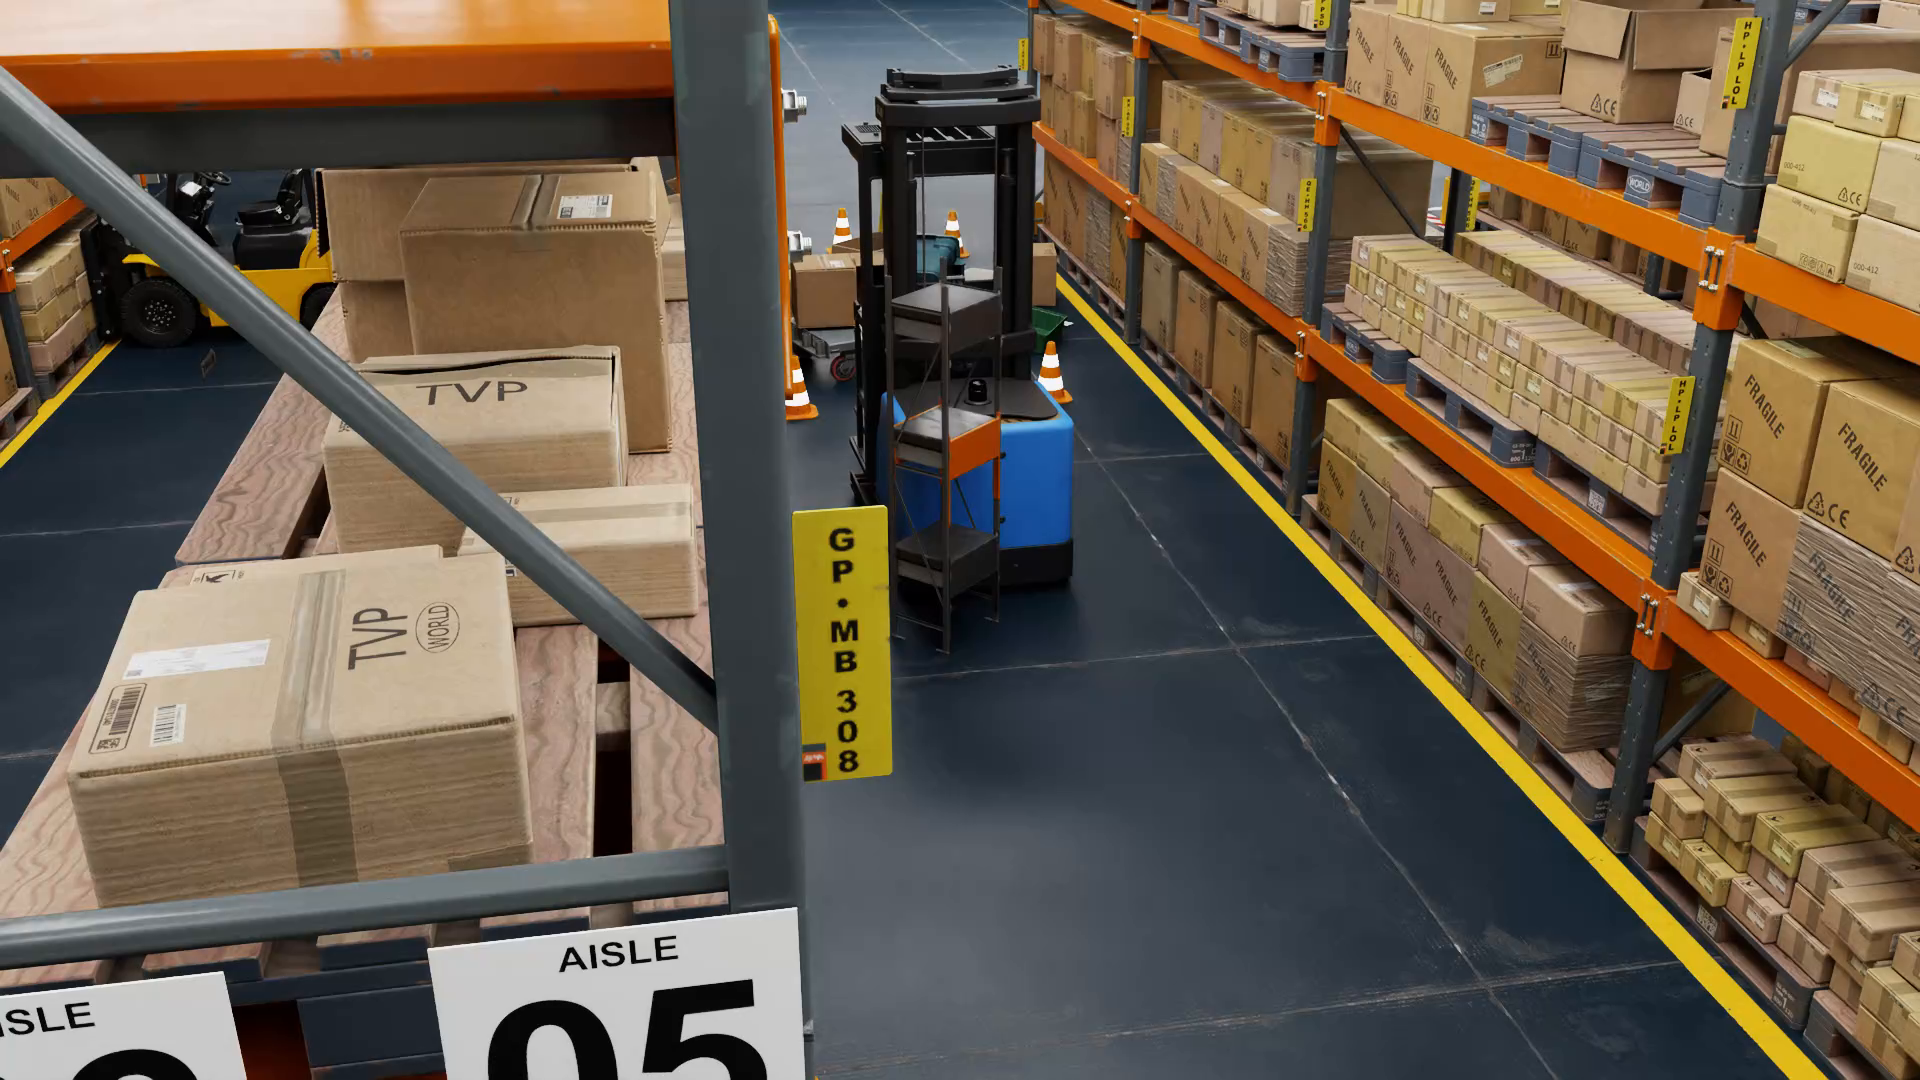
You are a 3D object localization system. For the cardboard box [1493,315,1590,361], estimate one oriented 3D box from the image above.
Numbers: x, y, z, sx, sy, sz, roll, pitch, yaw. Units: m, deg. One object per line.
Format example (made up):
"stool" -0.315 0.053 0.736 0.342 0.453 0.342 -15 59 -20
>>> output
"cardboard box" 2.928 -1.018 8.380 0.380 0.149 0.250 -5 24 -12

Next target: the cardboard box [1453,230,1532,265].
"cardboard box" 3.236 -1.777 10.116 0.380 0.149 0.250 -5 24 -12

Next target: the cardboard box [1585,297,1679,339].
"cardboard box" 3.520 -1.166 8.717 0.380 0.149 0.250 -4 24 -8

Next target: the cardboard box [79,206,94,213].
"cardboard box" -8.016 -2.990 15.509 0.500 0.250 0.500 -4 24 -9

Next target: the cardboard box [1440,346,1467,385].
"cardboard box" 2.826 -0.951 8.968 0.380 0.149 0.250 -4 24 -9

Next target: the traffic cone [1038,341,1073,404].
"traffic cone" 0.719 -1.357 13.279 0.336 0.463 0.334 -4 24 -10

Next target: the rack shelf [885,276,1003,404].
"rack shelf" -0.084 -1.076 8.876 0.431 0.518 0.480 16 28 32

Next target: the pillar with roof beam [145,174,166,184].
"pillar with roof beam" -6.144 -9.045 20.216 9.100 9.000 0.400 -4 24 -10

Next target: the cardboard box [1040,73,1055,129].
"cardboard box" 1.329 -4.658 17.481 0.875 0.550 0.550 -4 24 -10

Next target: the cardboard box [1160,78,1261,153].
"cardboard box" 2.053 -3.468 13.569 0.700 0.500 0.500 -5 24 -11

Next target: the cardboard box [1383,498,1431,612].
"cardboard box" 2.771 0.064 9.455 0.500 0.500 0.500 -5 24 -11

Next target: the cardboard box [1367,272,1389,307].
"cardboard box" 2.639 -1.488 9.826 0.380 0.149 0.250 -3 24 -7

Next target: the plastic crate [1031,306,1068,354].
"plastic crate" 0.635 -1.868 14.721 0.450 0.188 0.662 17 27 13

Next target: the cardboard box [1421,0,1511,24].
"cardboard box" 2.680 -2.877 8.761 0.396 0.266 0.258 -4 24 -10

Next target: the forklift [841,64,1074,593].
"forklift" -0.135 -1.589 10.727 1.130 2.935 3.031 -5 24 -11

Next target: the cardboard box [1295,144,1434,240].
"cardboard box" 2.622 -2.267 10.819 0.700 0.500 0.500 -4 24 -10

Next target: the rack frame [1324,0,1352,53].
"rack frame" 2.695 -4.335 9.432 1.000 3.000 0.127 -4 24 -10

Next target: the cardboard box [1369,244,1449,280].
"cardboard box" 2.642 -1.634 9.789 0.380 0.149 0.250 -5 24 -11

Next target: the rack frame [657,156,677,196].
"rack frame" -1.412 -2.355 4.900 1.000 3.000 0.127 -4 24 -10

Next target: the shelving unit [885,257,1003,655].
"shelving unit" -0.084 -0.447 9.151 0.431 2.100 0.503 16 28 32

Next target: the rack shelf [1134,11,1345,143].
"rack shelf" 2.325 -3.417 11.978 1.077 0.370 4.000 -4 24 -10

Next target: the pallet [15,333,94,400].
"pallet" -7.874 -1.422 13.742 1.003 0.211 1.213 -4 24 -10

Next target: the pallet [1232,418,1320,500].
"pallet" 2.623 -0.623 11.914 1.003 0.211 1.213 -4 24 -10

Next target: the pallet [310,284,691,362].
"pallet" -1.271 -0.618 4.779 1.003 0.211 1.213 -4 24 -10

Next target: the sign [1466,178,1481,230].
"sign" 3.226 -2.124 10.517 0.100 0.325 0.005 -4 24 -10

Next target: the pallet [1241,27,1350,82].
"pallet" 2.524 -3.123 10.641 1.213 0.211 1.003 -3 24 -7

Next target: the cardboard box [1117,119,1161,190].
"cardboard box" 1.875 -3.372 14.535 0.875 0.550 0.550 -4 24 -10

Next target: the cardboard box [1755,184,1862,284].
"cardboard box" 3.261 -1.117 5.998 0.500 0.250 0.500 -3 24 -7

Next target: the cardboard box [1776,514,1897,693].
"cardboard box" 3.377 0.213 6.018 0.500 0.500 0.500 -4 24 -10

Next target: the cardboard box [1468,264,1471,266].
"cardboard box" 3.234 -1.639 10.172 0.380 0.149 0.250 -4 24 -9

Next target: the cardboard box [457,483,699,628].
"cardboard box" -0.647 0.024 2.863 0.380 0.149 0.250 -3 24 -8

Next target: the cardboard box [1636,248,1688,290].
"cardboard box" 6.814 -2.694 15.768 0.500 0.500 0.500 -5 24 -11

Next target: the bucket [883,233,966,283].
"bucket" -0.336 -2.238 14.318 0.726 0.611 0.620 4 34 9

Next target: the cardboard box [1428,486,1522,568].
"cardboard box" 2.855 -0.087 8.863 0.500 0.250 0.500 -5 24 -12

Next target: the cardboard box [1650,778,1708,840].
"cardboard box" 3.187 1.132 7.077 0.380 0.149 0.250 -3 24 -7

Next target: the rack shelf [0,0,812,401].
"rack shelf" -1.042 -1.056 3.323 1.077 0.370 4.000 -4 24 -10

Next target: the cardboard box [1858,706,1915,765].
"cardboard box" 3.414 0.647 5.835 0.380 0.149 0.250 -4 24 -9

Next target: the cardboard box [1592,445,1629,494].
"cardboard box" 3.118 -0.333 7.555 0.380 0.149 0.250 -4 24 -9

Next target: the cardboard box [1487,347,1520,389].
"cardboard box" 2.919 -0.886 8.449 0.380 0.149 0.250 -4 24 -10

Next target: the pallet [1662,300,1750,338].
"pallet" 6.994 -1.902 14.842 1.003 0.211 1.213 -4 24 -10

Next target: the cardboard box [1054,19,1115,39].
"cardboard box" 1.438 -4.938 16.771 0.875 0.550 0.550 -4 24 -10

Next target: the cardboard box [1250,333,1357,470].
"cardboard box" 2.671 -0.993 11.563 1.050 0.750 0.750 -5 24 -10

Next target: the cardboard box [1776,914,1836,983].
"cardboard box" 3.428 1.563 6.460 0.380 0.149 0.250 -5 24 -11

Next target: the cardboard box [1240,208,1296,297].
"cardboard box" 2.257 -1.985 11.422 0.500 0.500 0.500 -4 24 -10

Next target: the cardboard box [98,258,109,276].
"cardboard box" -7.823 -2.354 14.678 0.500 0.250 0.500 -4 24 -10

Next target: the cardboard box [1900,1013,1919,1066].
"cardboard box" 3.482 1.737 5.691 0.380 0.149 0.250 -4 24 -9

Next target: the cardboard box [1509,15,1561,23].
"cardboard box" 3.155 -2.605 9.093 0.500 0.500 0.500 -4 24 -10

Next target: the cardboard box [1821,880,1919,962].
"cardboard box" 3.420 1.396 6.101 0.380 0.149 0.250 -4 24 -9

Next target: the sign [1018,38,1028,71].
"sign" 0.669 -5.127 17.560 0.100 0.325 0.005 -4 24 -10

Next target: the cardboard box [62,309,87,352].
"cardboard box" -7.641 -1.730 13.874 0.500 0.250 0.500 -5 24 -11

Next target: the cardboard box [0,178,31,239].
"cardboard box" -7.594 -2.624 12.885 0.500 0.500 0.500 -5 24 -11
